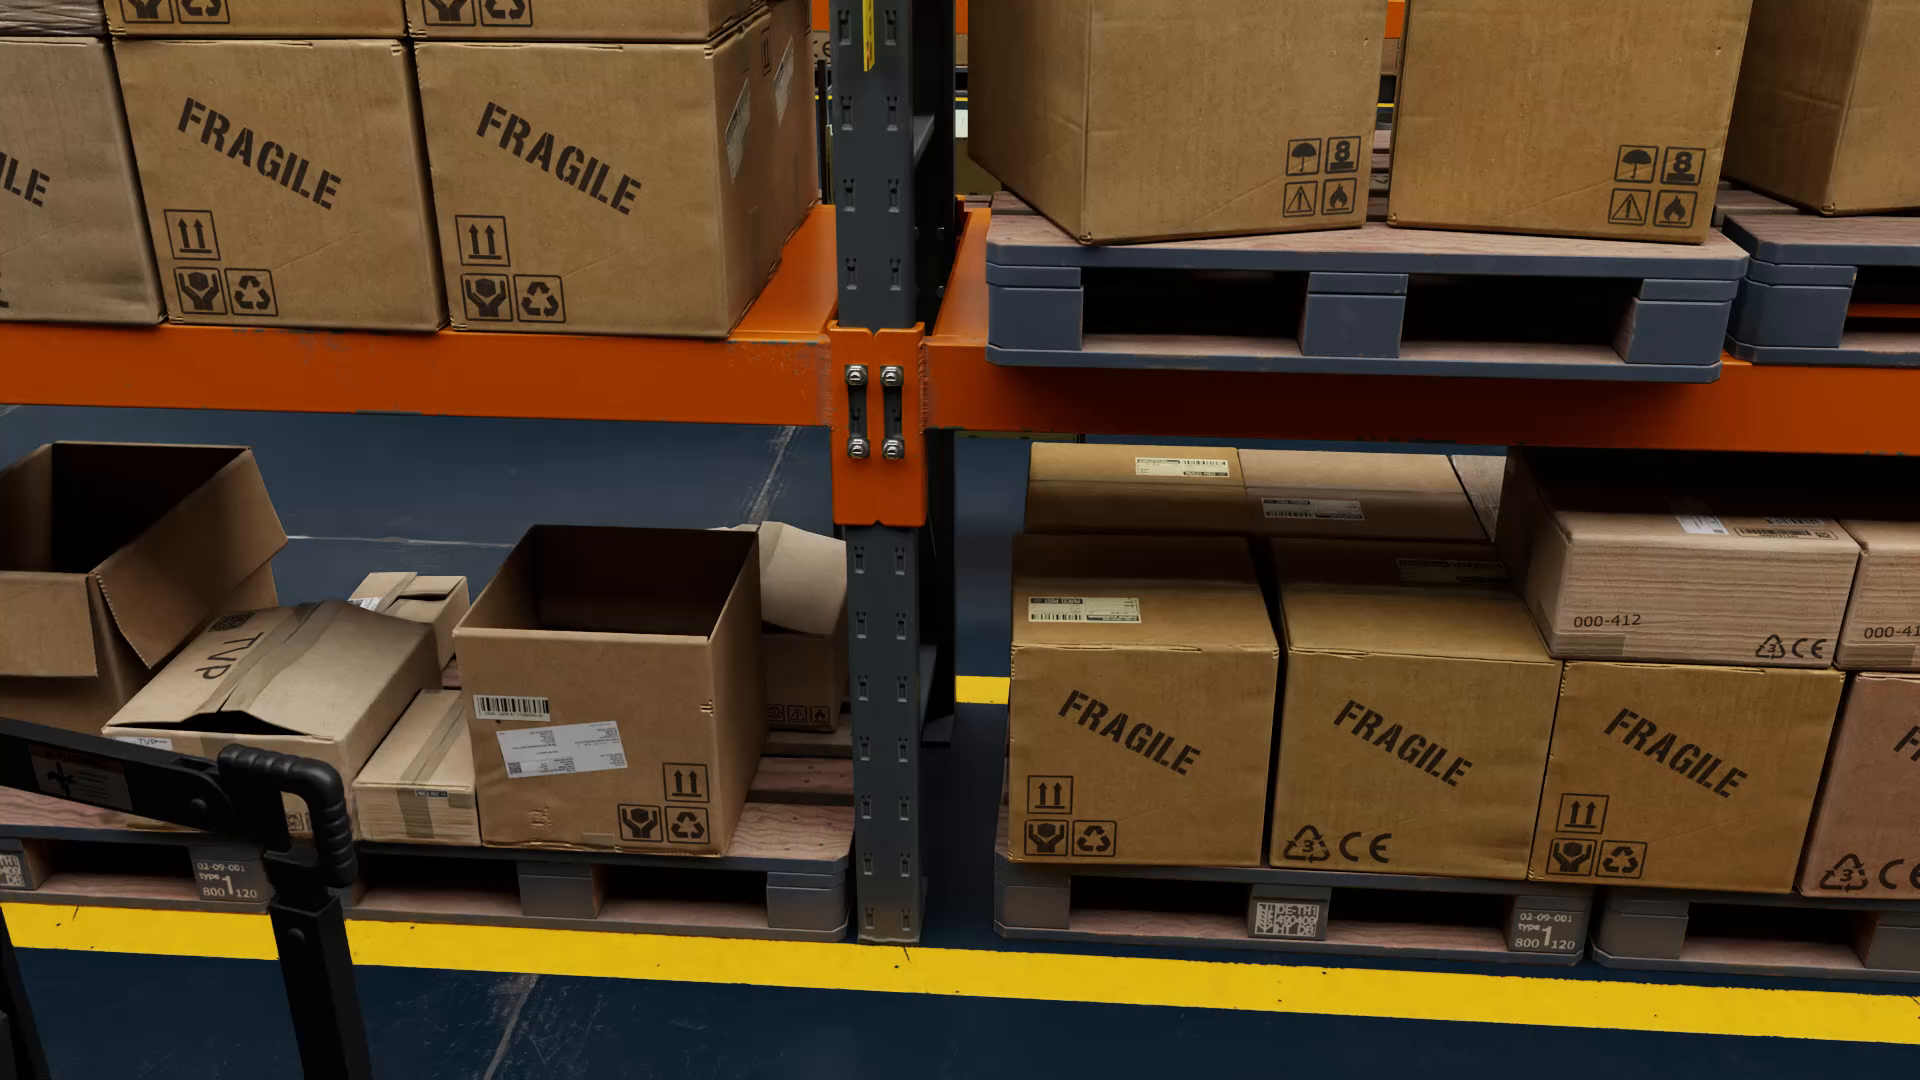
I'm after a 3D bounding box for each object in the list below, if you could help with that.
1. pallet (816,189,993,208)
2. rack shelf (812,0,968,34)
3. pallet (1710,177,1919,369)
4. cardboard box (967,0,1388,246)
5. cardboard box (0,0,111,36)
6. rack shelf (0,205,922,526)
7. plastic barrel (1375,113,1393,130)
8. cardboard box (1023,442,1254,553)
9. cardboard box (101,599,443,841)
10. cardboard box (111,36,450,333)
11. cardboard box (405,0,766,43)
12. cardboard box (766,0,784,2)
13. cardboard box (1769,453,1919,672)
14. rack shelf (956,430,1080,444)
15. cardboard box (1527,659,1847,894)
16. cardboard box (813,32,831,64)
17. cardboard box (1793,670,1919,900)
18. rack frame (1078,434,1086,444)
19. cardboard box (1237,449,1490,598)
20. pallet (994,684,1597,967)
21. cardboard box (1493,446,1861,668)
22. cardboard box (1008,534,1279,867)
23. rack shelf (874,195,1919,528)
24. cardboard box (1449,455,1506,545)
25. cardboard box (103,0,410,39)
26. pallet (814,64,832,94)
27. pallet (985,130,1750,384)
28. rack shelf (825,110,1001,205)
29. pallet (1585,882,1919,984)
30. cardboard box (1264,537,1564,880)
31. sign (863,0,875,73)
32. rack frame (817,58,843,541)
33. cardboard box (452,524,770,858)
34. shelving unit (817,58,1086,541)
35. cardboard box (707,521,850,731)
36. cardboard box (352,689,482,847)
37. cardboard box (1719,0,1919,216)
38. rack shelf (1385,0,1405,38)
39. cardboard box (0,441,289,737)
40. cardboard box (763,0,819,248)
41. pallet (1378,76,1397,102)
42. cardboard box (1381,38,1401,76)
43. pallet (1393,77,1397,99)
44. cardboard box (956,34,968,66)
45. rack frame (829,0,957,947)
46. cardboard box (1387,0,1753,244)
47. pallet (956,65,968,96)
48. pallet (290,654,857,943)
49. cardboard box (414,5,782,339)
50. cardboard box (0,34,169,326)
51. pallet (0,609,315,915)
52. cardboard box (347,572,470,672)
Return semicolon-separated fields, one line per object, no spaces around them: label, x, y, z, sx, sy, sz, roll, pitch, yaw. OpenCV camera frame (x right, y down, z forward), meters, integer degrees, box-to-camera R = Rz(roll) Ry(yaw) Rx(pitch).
pallet;-0.463;-1.539;8.341;1.213;0.211;1.003;2;25;4
rack shelf;-1.721;-2.535;8.032;4.000;0.370;1.077;2;25;4
pallet;1.939;-0.579;3.149;1.213;0.211;1.003;2;25;4
cardboard box;0.345;-0.861;2.912;0.500;0.500;0.700;-6;25;-14
cardboard box;-1.647;-1.173;2.895;0.500;0.500;0.500;2;25;4
rack shelf;-2.104;-0.471;3.545;4.000;0.370;1.077;2;25;4
plastic barrel;2.076;-1.756;7.952;0.421;0.512;0.421;0;25;0
cardboard box;0.404;0.098;3.912;0.500;0.500;0.500;2;25;4
cardboard box;-1.448;0.364;3.561;0.500;0.311;0.500;2;25;4
cardboard box;-1.142;-0.704;3.072;0.500;0.500;0.500;3;25;5
cardboard box;-0.634;-1.142;2.827;0.500;0.500;0.500;2;25;4
cardboard box;-0.558;-1.366;3.314;0.500;0.500;0.500;2;25;5
cardboard box;1.851;0.026;3.171;0.500;0.250;0.500;1;25;3
rack shelf;0.007;-0.385;5.072;0.720;0.370;0.431;2;25;4
cardboard box;1.384;0.351;3.364;0.500;0.500;0.500;2;25;5
cardboard box;-0.897;-4.171;12.766;0.875;0.875;0.875;2;25;4
cardboard box;1.888;0.367;3.328;0.500;0.500;0.500;1;25;2
rack frame;0.372;-0.669;4.911;0.023;1.500;0.400;2;25;4
cardboard box;0.896;0.118;3.870;0.500;0.500;0.500;2;25;4
pallet;0.704;0.543;3.817;1.213;0.211;1.003;2;25;4
cardboard box;1.351;0.010;3.206;0.500;0.250;0.500;2;25;4
cardboard box;0.354;0.319;3.432;0.500;0.500;0.500;1;25;2
rack shelf;1.884;-0.343;3.267;4.000;0.370;1.077;2;25;4
cardboard box;1.396;0.134;3.835;0.500;0.500;0.500;2;25;5
cardboard box;-1.145;-1.157;2.860;0.500;0.500;0.500;1;25;3
pallet;-1.320;-3.690;13.018;1.213;0.211;1.003;2;25;4
pallet;0.678;-0.575;3.142;1.213;0.211;1.003;2;25;4
rack shelf;0.007;-1.036;4.773;0.720;0.370;0.431;2;25;4
pallet;1.924;0.581;3.734;1.213;0.211;1.003;2;25;4
cardboard box;0.886;0.332;3.405;0.500;0.500;0.500;2;25;5
sign;-0.144;-0.900;2.583;0.005;0.325;0.100;2;25;4
rack frame;-0.358;-0.693;4.962;0.023;1.500;0.400;2;25;4
cardboard box;-0.700;0.302;3.469;0.500;0.500;0.500;2;25;4
shelving unit;0.007;-0.681;4.936;0.755;1.500;0.431;2;25;4
cardboard box;-0.512;0.184;3.951;0.500;0.311;0.500;2;25;4
cardboard box;-1.078;0.475;3.514;0.250;0.149;0.380;2;25;4
cardboard box;1.656;-0.939;3.080;0.500;0.500;0.700;-4;25;-9
rack shelf;2.267;-2.407;7.754;4.000;0.370;1.077;2;25;4
cardboard box;-1.984;0.143;3.812;0.637;0.503;0.797;2;25;4
cardboard box;-0.597;-0.909;3.517;0.500;0.500;0.500;2;25;5
pallet;2.647;-3.564;12.744;1.213;0.211;1.003;2;25;4
cardboard box;3.066;-4.022;12.443;0.875;0.875;1.225;2;25;4
pallet;3.860;-3.524;12.656;1.213;0.211;1.003;2;25;4
cardboard box;0.000;-4.142;12.703;0.875;0.875;0.875;2;25;4
rack frame;-0.110;-0.734;3.256;0.127;3.000;1.000;2;25;4
cardboard box;1.036;-0.866;2.921;0.500;0.500;0.700;6;25;12
pallet;-0.100;-3.652;12.935;1.213;0.211;1.003;2;25;4
pallet;-0.795;0.511;3.888;1.213;0.211;1.003;2;25;4
cardboard box;-0.628;-0.688;3.037;0.500;0.500;0.500;2;25;5
cardboard box;-1.655;-0.720;3.106;0.500;0.500;0.500;2;25;5
pallet;-2.014;0.473;3.970;1.213;0.211;1.003;2;25;4
cardboard box;-1.375;0.227;4.032;0.250;0.166;0.380;2;25;4
